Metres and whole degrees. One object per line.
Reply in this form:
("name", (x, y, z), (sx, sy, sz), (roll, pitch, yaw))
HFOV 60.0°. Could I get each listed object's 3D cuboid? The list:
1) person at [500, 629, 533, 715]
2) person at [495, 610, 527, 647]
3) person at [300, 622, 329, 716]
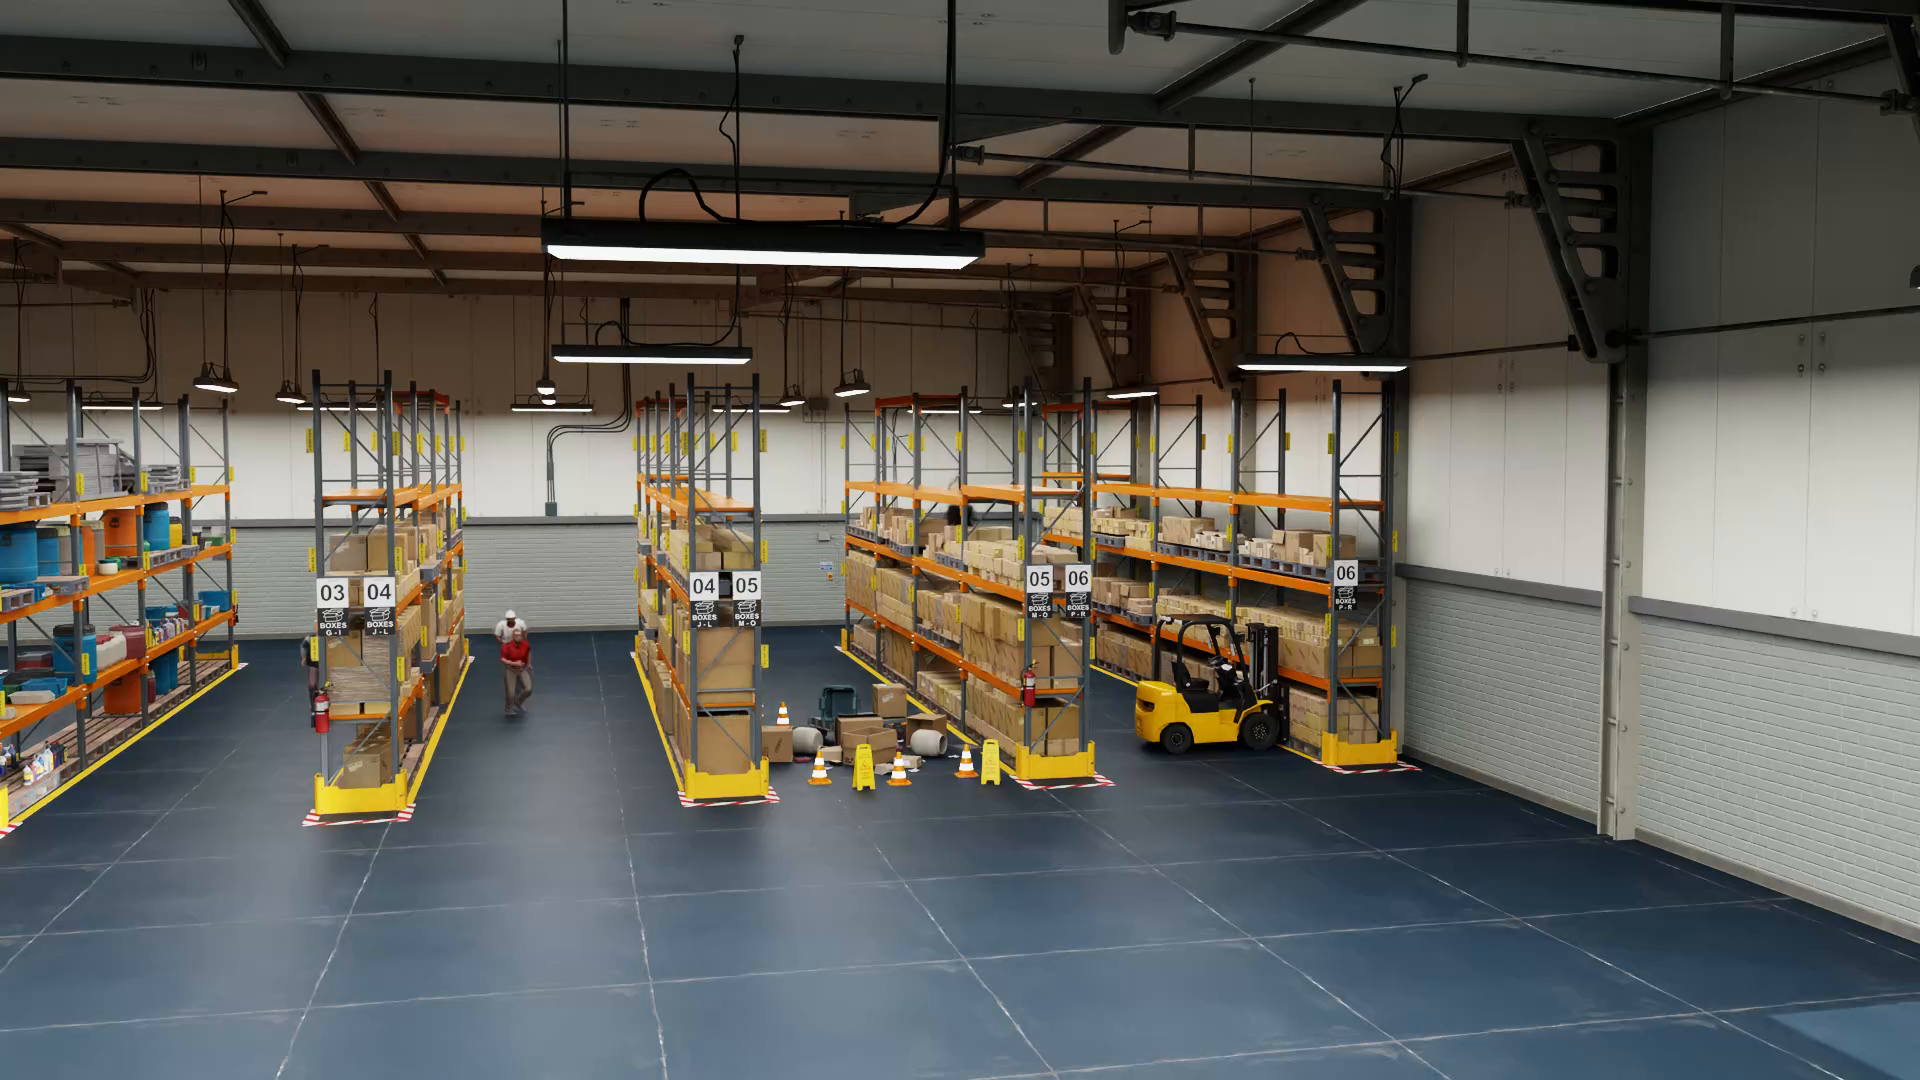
("person", (-8.113, 2.426, 30.475), (0.679, 1.614, 0.871), (-2, 4, -37))
("person", (-9.302, 2.210, 34.431), (0.671, 1.598, 0.938), (-2, 4, -30))
("person", (-11.841, 2.375, 30.693), (0.650, 1.748, 0.724), (-1, 3, -17))
